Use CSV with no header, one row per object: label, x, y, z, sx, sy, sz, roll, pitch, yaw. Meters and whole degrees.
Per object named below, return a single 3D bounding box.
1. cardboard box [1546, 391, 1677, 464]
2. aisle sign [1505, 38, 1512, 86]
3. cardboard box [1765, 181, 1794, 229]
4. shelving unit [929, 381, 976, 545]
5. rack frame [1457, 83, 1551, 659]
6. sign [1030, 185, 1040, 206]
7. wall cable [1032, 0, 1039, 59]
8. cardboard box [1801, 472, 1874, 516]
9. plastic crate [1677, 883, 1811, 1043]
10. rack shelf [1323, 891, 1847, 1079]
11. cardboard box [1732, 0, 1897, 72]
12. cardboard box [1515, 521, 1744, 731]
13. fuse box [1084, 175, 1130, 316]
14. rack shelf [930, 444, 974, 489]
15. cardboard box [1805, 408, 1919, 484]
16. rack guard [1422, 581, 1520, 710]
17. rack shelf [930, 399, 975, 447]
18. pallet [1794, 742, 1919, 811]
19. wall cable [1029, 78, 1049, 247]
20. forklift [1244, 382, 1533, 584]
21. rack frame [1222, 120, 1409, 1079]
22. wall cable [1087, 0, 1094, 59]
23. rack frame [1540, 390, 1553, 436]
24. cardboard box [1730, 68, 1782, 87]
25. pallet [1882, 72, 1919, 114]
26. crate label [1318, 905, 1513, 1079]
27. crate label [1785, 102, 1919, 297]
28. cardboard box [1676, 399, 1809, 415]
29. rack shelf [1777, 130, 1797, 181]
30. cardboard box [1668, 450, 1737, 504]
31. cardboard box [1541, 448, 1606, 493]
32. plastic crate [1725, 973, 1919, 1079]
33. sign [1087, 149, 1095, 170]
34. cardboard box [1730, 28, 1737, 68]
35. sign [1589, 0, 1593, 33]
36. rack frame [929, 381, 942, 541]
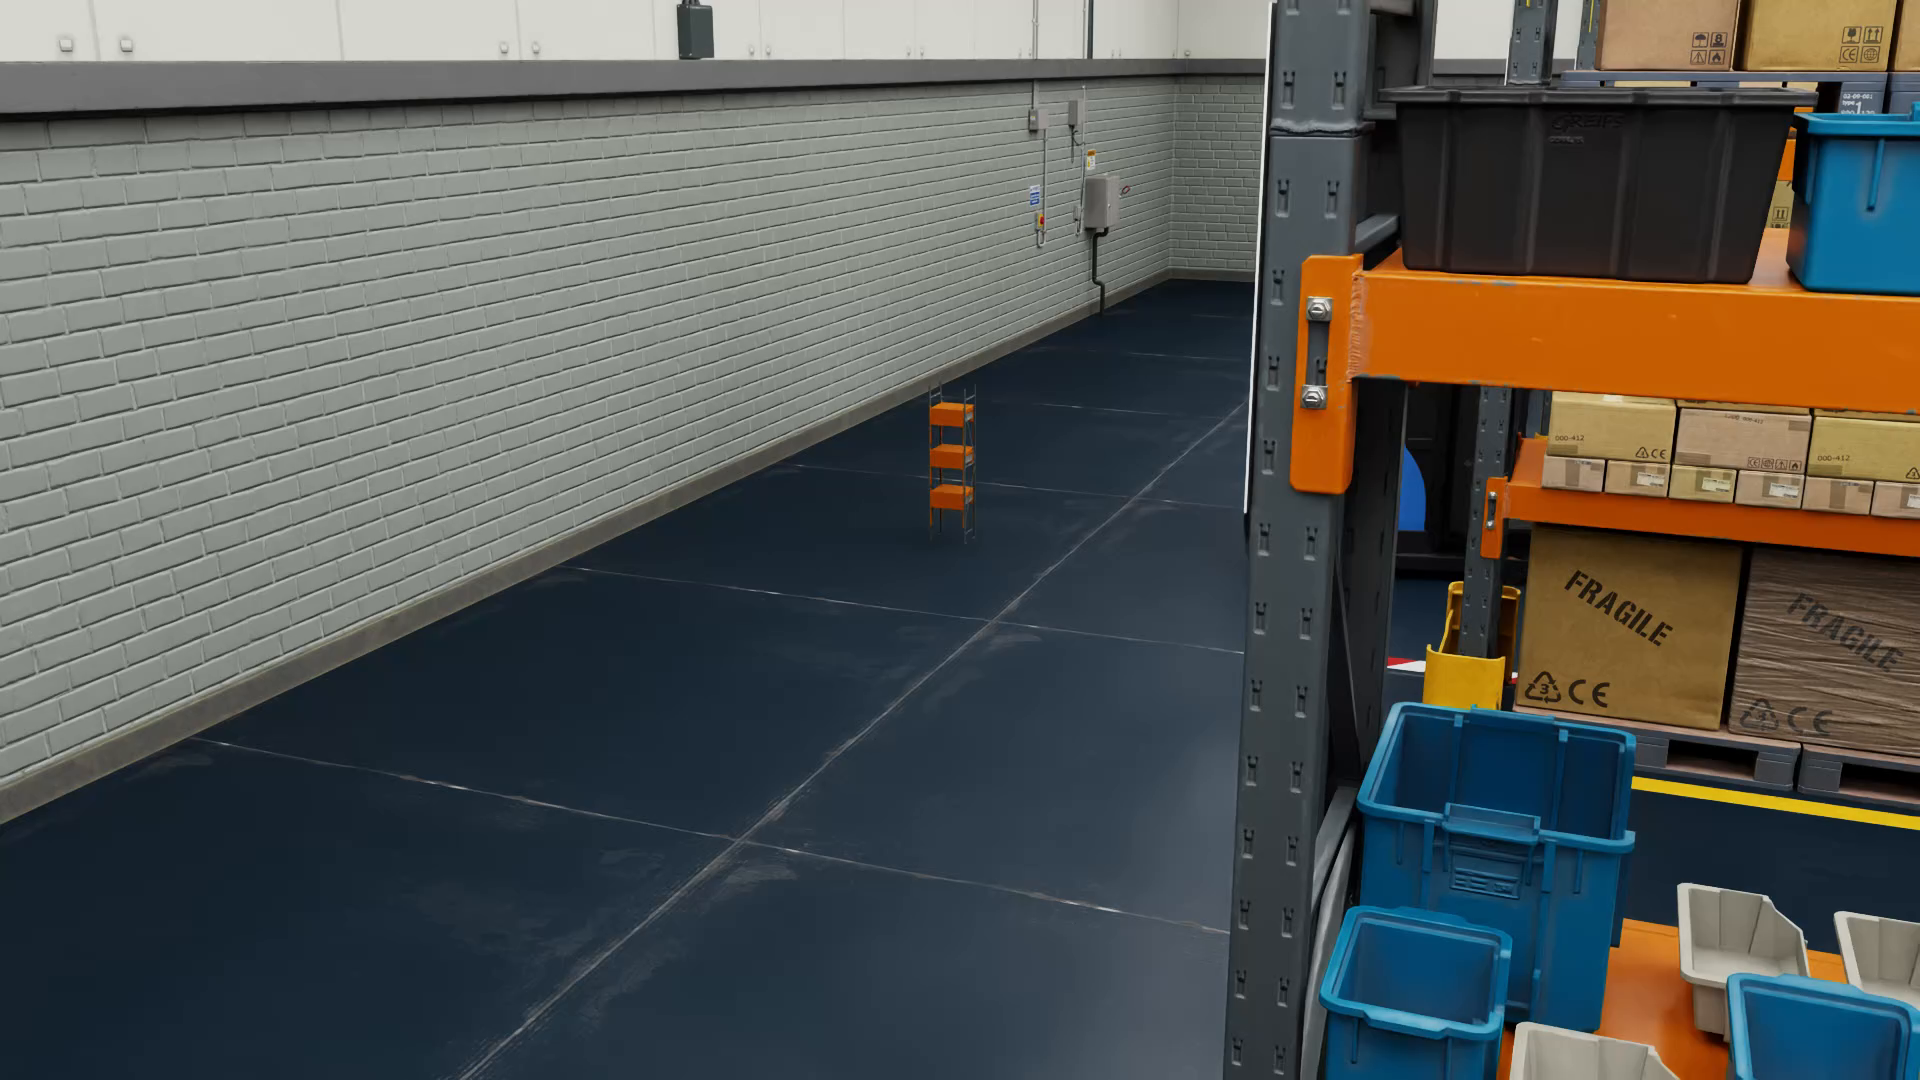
cardboard box,2.875,-0.530,7.356,0.500,0.250,0.500,6,17,19
aisle sign,2.350,-1.757,7.181,0.004,0.787,0.394,6,17,21
cardboard box,5.709,-2.302,11.217,0.500,0.500,0.500,6,17,19
shelving unit,-0.050,-0.510,11.046,0.252,1.050,0.215,6,17,21
rack frame,2.527,-0.579,7.787,0.127,3.000,1.000,6,17,21
sign,0.835,-3.843,18.547,0.001,0.218,0.327,6,17,21
wall cable,0.769,-6.539,17.556,0.029,3.000,0.463,6,17,21
cardboard box,3.693,-0.231,7.041,0.250,0.149,0.380,6,17,20
plastic crate,1.535,0.840,3.265,0.243,0.136,0.396,6,17,21
rack shelf,2.570,1.256,2.757,4.000,0.370,1.077,6,17,21
cardboard box,3.510,-2.189,6.841,0.500,0.500,0.700,6,17,19
cardboard box,3.152,0.285,7.870,0.875,0.875,0.875,6,17,21
fuse box,1.816,-3.631,20.611,0.414,1.711,0.539,6,17,21
rack shelf,-0.050,-0.499,11.049,0.240,0.259,0.215,6,17,21
cardboard box,3.827,-0.427,6.998,0.500,0.250,0.500,6,17,19
rack guard,2.505,0.619,8.144,0.348,0.500,1.175,6,17,21
rack shelf,-0.050,-0.772,10.970,0.240,0.259,0.215,6,17,21
pallet,4.431,0.947,7.532,1.213,0.211,1.003,6,17,21
wall cable,0.909,-4.223,18.460,0.123,1.953,0.585,6,17,21
forklift,3.378,-1.288,10.353,3.031,2.935,1.130,2,16,8
rack frame,0.710,0.706,3.362,0.127,3.000,1.000,6,17,21
wall cable,2.104,-7.470,20.697,0.133,3.039,2.988,6,17,21
rack frame,4.441,-1.855,12.182,0.127,3.000,1.000,6,17,21
cardboard box,5.253,-3.056,11.209,0.500,0.250,0.500,7,18,22
pallet,4.360,-1.779,6.700,1.213,0.211,1.003,6,17,21
crate label,0.819,0.868,2.996,0.303,0.233,0.416,6,17,21
crate label,1.450,-0.485,2.350,0.502,0.251,0.408,6,17,21
cardboard box,3.340,-0.839,7.075,0.500,0.500,0.500,6,17,19
rack shelf,4.388,-1.469,6.764,4.000,0.370,1.077,6,17,21
cardboard box,3.214,-0.284,7.223,0.250,0.149,0.380,6,17,19
cardboard box,2.736,-0.336,7.402,0.250,0.149,0.380,6,17,21
plastic crate,1.431,0.936,2.764,0.300,0.233,0.416,6,17,21
sign,1.603,-4.653,20.340,0.001,0.242,0.339,6,17,21
cardboard box,5.240,-3.298,11.145,0.500,0.250,0.500,6,17,20
sign,4.242,-3.574,11.157,0.005,0.325,0.100,6,17,21
rack frame,-0.163,-0.522,11.089,0.008,1.050,0.200,6,17,21
